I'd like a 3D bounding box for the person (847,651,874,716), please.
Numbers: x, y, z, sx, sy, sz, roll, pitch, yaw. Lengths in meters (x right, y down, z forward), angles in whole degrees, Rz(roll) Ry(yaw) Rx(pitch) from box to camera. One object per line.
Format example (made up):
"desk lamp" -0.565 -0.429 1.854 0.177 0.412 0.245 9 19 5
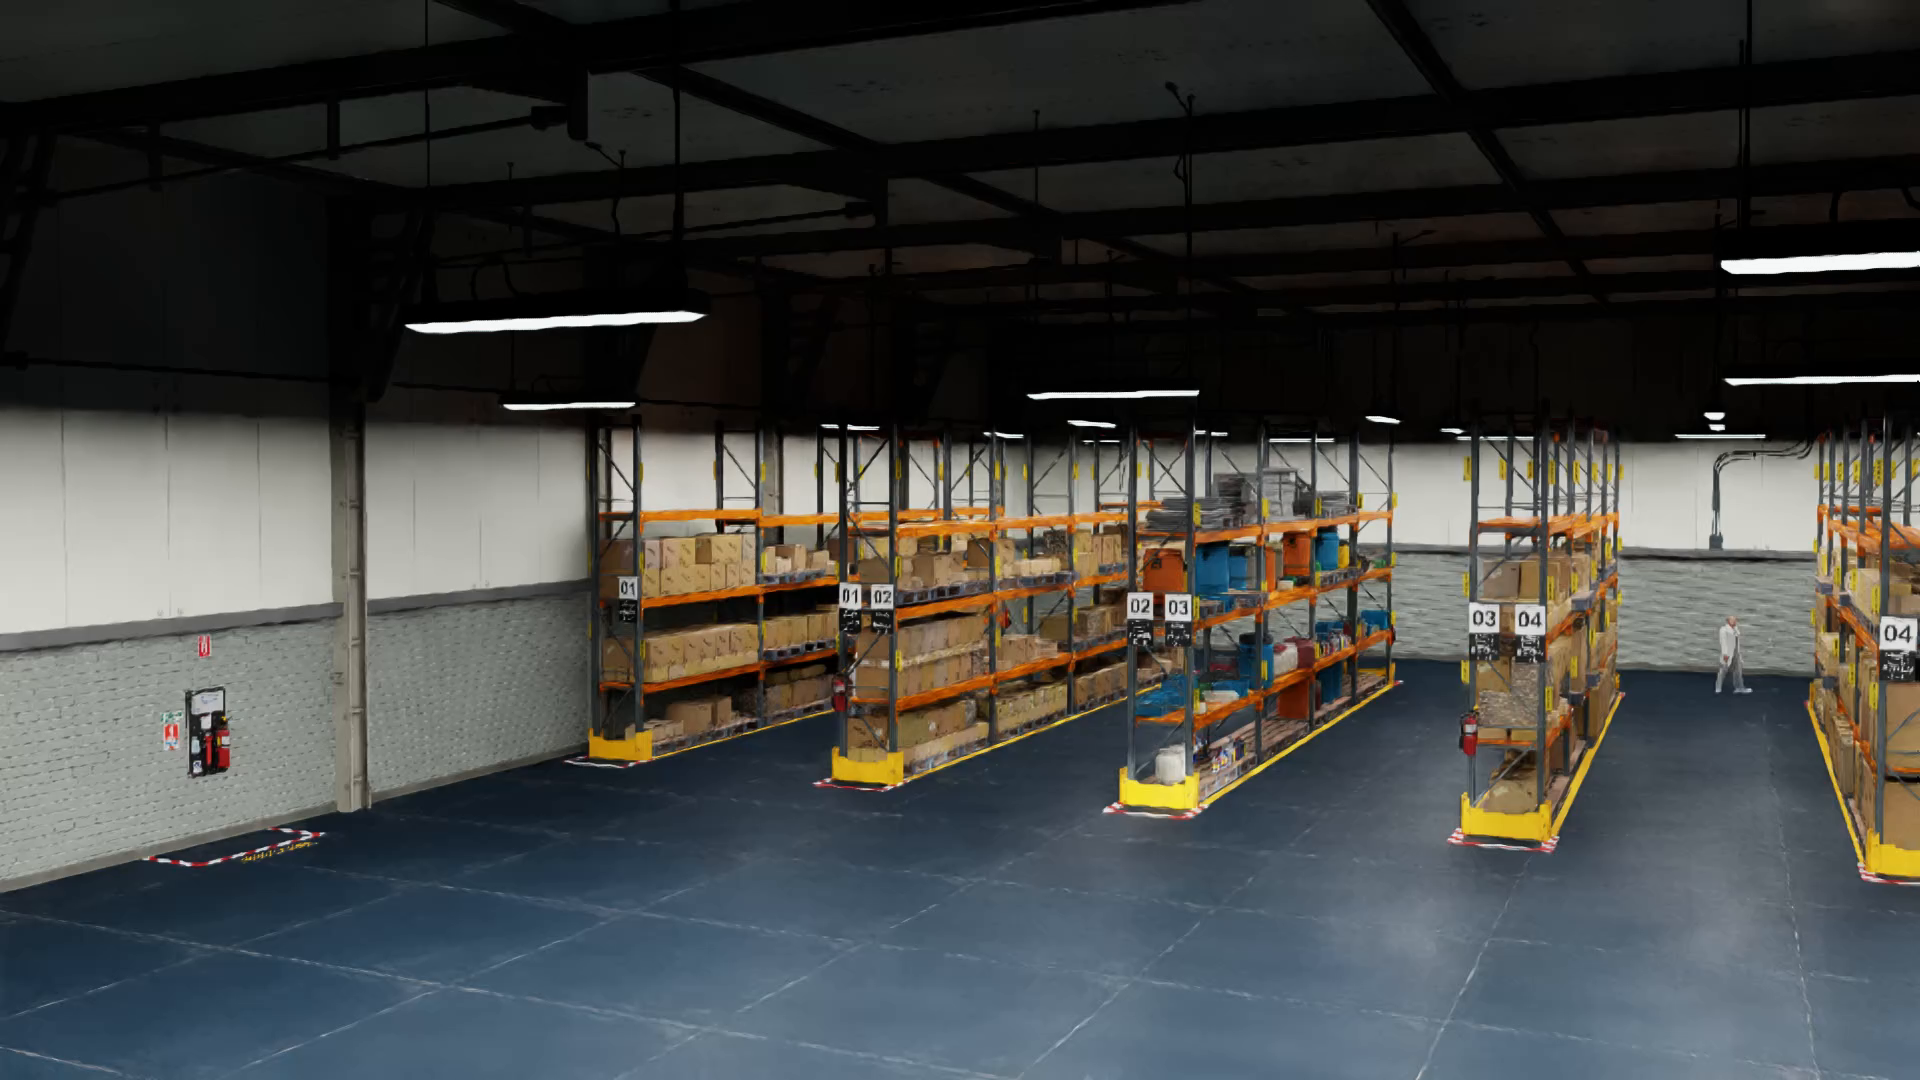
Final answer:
"person" -1.806 2.881 30.921 0.719 1.714 0.578 1 3 23

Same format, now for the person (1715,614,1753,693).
"person" 17.395 2.558 37.491 0.771 1.770 0.578 -1 3 -28
